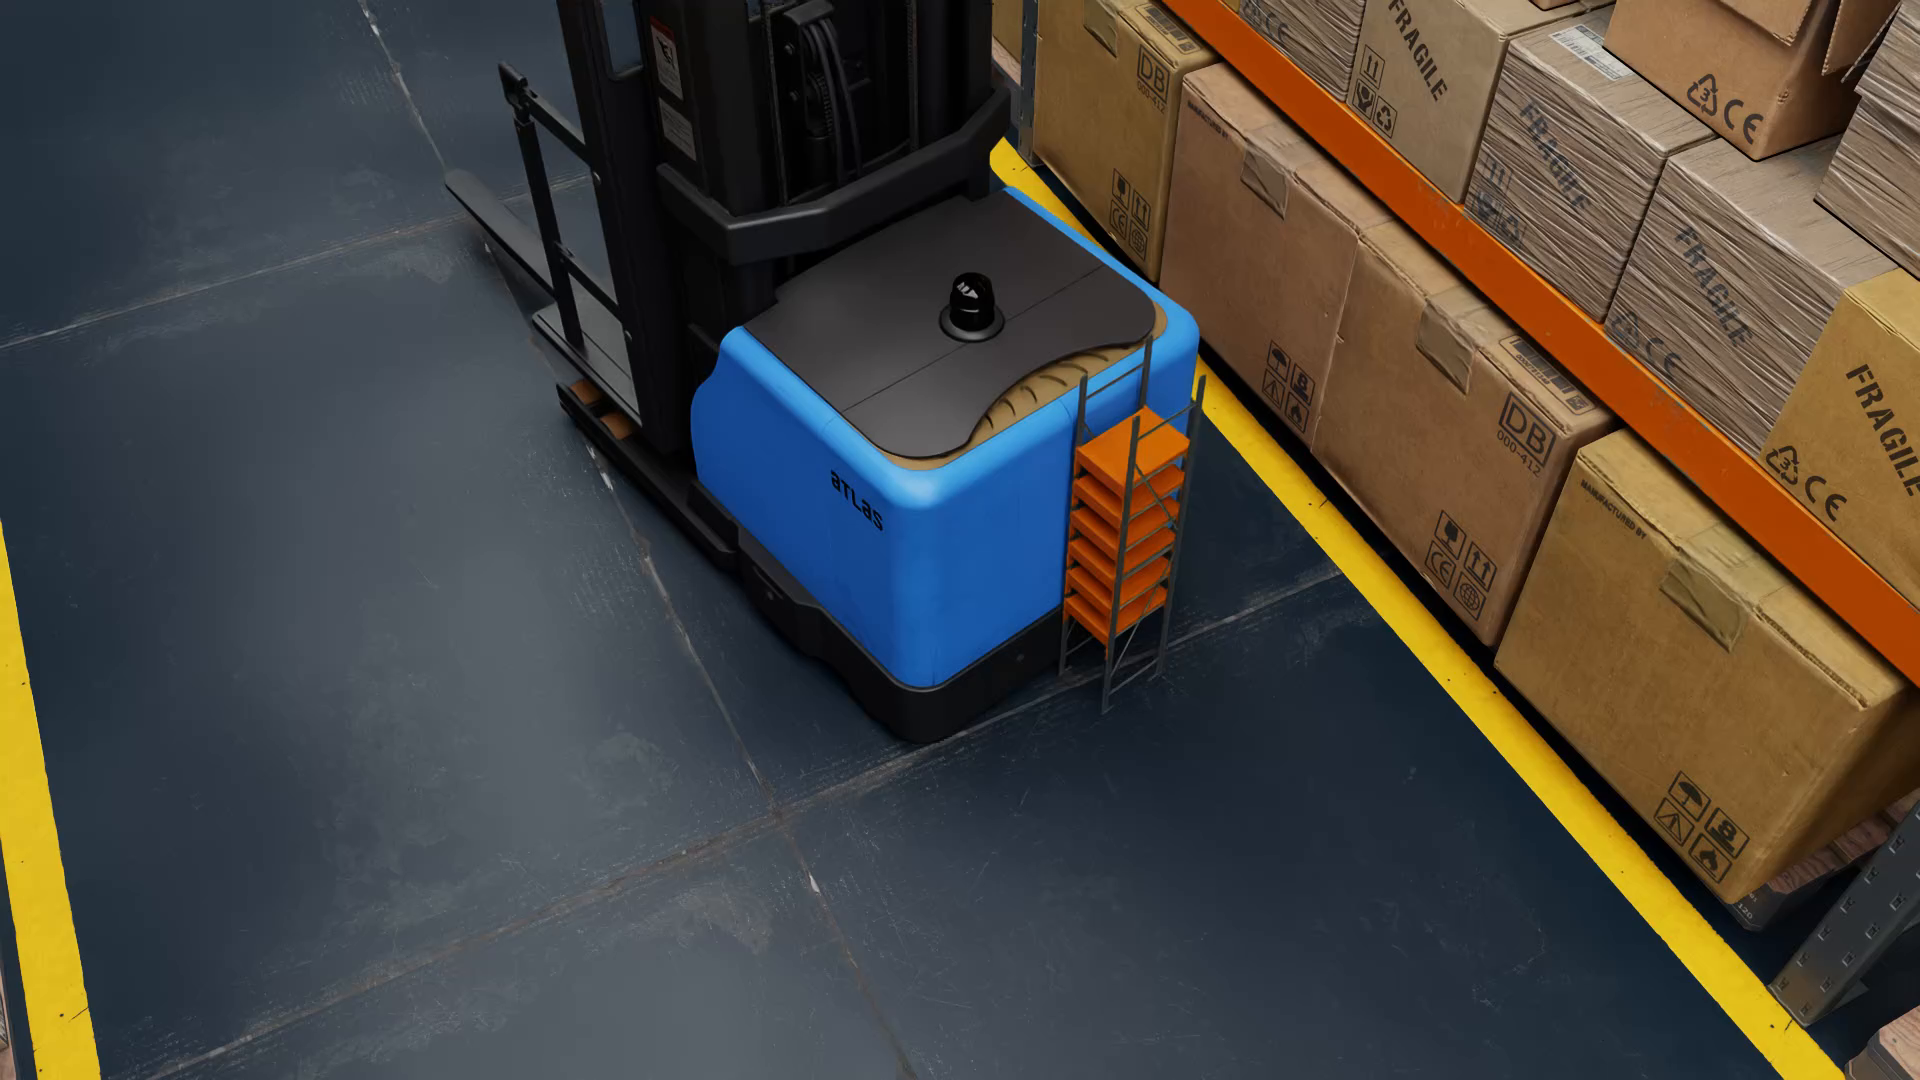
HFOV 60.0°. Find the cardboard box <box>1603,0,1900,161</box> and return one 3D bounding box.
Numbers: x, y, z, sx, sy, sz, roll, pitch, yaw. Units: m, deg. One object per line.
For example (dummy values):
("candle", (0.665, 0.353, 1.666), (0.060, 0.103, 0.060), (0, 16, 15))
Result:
("cardboard box", (1.915, -1.267, 3.633), (0.797, 0.503, 0.637), (-20, 52, -17))

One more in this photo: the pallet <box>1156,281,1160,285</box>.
("pallet", (1.120, -1.241, 6.195), (1.003, 0.211, 1.213), (-21, 52, -18))

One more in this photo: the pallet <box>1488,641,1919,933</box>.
("pallet", (2.237, 0.392, 4.767), (1.003, 0.211, 1.213), (-21, 52, -18))

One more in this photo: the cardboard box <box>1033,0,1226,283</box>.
("cardboard box", (1.011, -1.666, 5.847), (1.225, 0.875, 0.875), (-21, 52, -17))

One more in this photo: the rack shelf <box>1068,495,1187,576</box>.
("rack shelf", (0.442, -0.049, 4.396), (0.258, 0.103, 0.180), (-32, 56, -25))

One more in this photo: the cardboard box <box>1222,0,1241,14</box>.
("cardboard box", (0.919, -1.952, 4.898), (0.500, 0.500, 0.500), (-21, 52, -17))

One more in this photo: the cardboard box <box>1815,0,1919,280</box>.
("cardboard box", (2.210, -0.830, 3.250), (0.797, 0.503, 0.637), (-20, 52, -16))

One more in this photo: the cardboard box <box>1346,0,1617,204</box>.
("cardboard box", (1.389, -1.273, 4.304), (0.500, 0.500, 0.500), (-20, 52, -17))

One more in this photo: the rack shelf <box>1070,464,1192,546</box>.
("rack shelf", (0.442, -0.128, 4.305), (0.258, 0.103, 0.180), (-32, 56, -25))

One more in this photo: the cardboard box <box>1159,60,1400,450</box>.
("cardboard box", (1.420, -1.069, 5.325), (1.225, 0.875, 0.875), (-23, 53, -19))

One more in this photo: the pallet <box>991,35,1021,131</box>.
("pallet", (0.422, -2.267, 7.093), (1.003, 0.211, 1.213), (-21, 52, -18))

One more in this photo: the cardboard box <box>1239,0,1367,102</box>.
("cardboard box", (1.148, -1.617, 4.605), (0.500, 0.500, 0.500), (-22, 52, -18))

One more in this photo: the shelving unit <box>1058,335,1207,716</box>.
("shelving unit", (0.442, 0.001, 4.452), (0.258, 1.200, 0.189), (-32, 56, -25))

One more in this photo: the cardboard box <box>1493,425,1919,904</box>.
("cardboard box", (2.233, 0.120, 4.285), (1.225, 0.875, 0.875), (-23, 53, -19))

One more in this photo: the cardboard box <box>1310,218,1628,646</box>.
("cardboard box", (1.832, -0.479, 4.809), (1.225, 0.875, 0.875), (-21, 52, -17))

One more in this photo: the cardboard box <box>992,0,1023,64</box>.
("cardboard box", (0.469, -2.557, 6.626), (0.875, 0.875, 0.875), (-21, 52, -18))

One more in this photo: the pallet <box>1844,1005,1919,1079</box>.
("pallet", (2.887, 1.470, 3.824), (1.003, 0.211, 1.213), (-21, 52, -18))

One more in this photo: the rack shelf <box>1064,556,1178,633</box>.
("rack shelf", (0.442, 0.109, 4.576), (0.258, 0.103, 0.180), (-32, 56, -25))

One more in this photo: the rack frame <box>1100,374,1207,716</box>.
("rack frame", (0.500, 0.054, 4.406), (0.240, 1.200, 0.006), (-32, 56, -25))

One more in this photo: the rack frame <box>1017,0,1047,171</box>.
("rack frame", (0.700, -2.649, 5.574), (1.000, 3.000, 0.127), (-21, 52, -18))

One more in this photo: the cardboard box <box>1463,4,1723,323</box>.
("cardboard box", (1.621, -0.932, 4.006), (0.500, 0.500, 0.500), (-23, 53, -19))

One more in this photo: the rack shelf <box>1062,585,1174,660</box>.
("rack shelf", (0.442, 0.188, 4.666), (0.258, 0.103, 0.180), (-32, 56, -25))

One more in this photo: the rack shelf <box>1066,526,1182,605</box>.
("rack shelf", (0.442, 0.030, 4.486), (0.258, 0.103, 0.180), (-32, 56, -25))

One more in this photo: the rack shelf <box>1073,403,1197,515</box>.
("rack shelf", (0.442, -0.207, 4.215), (0.258, 0.103, 0.180), (-32, 56, -25))

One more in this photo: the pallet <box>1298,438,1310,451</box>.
("pallet", (1.683, -0.423, 5.480), (1.003, 0.211, 1.213), (-21, 52, -18))

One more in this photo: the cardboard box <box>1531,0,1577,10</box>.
("cardboard box", (1.602, -1.714, 4.023), (0.797, 0.503, 0.637), (-20, 52, -16))

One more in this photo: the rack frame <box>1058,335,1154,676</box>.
("rack frame", (0.383, -0.052, 4.499), (0.240, 1.200, 0.006), (-32, 56, -25))

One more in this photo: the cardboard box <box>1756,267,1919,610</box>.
("cardboard box", (2.084, -0.250, 3.409), (0.500, 0.500, 0.500), (-20, 52, -16))

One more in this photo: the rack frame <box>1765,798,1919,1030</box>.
("rack frame", (2.531, 0.028, 3.233), (1.000, 3.000, 0.127), (-21, 52, -18))

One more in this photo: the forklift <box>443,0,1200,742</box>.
("forklift", (-0.682, -1.447, 4.568), (1.130, 2.935, 3.031), (-32, 56, -25))

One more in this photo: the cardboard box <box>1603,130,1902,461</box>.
("cardboard box", (1.861, -0.586, 3.703), (0.500, 0.500, 0.500), (-22, 52, -18))
